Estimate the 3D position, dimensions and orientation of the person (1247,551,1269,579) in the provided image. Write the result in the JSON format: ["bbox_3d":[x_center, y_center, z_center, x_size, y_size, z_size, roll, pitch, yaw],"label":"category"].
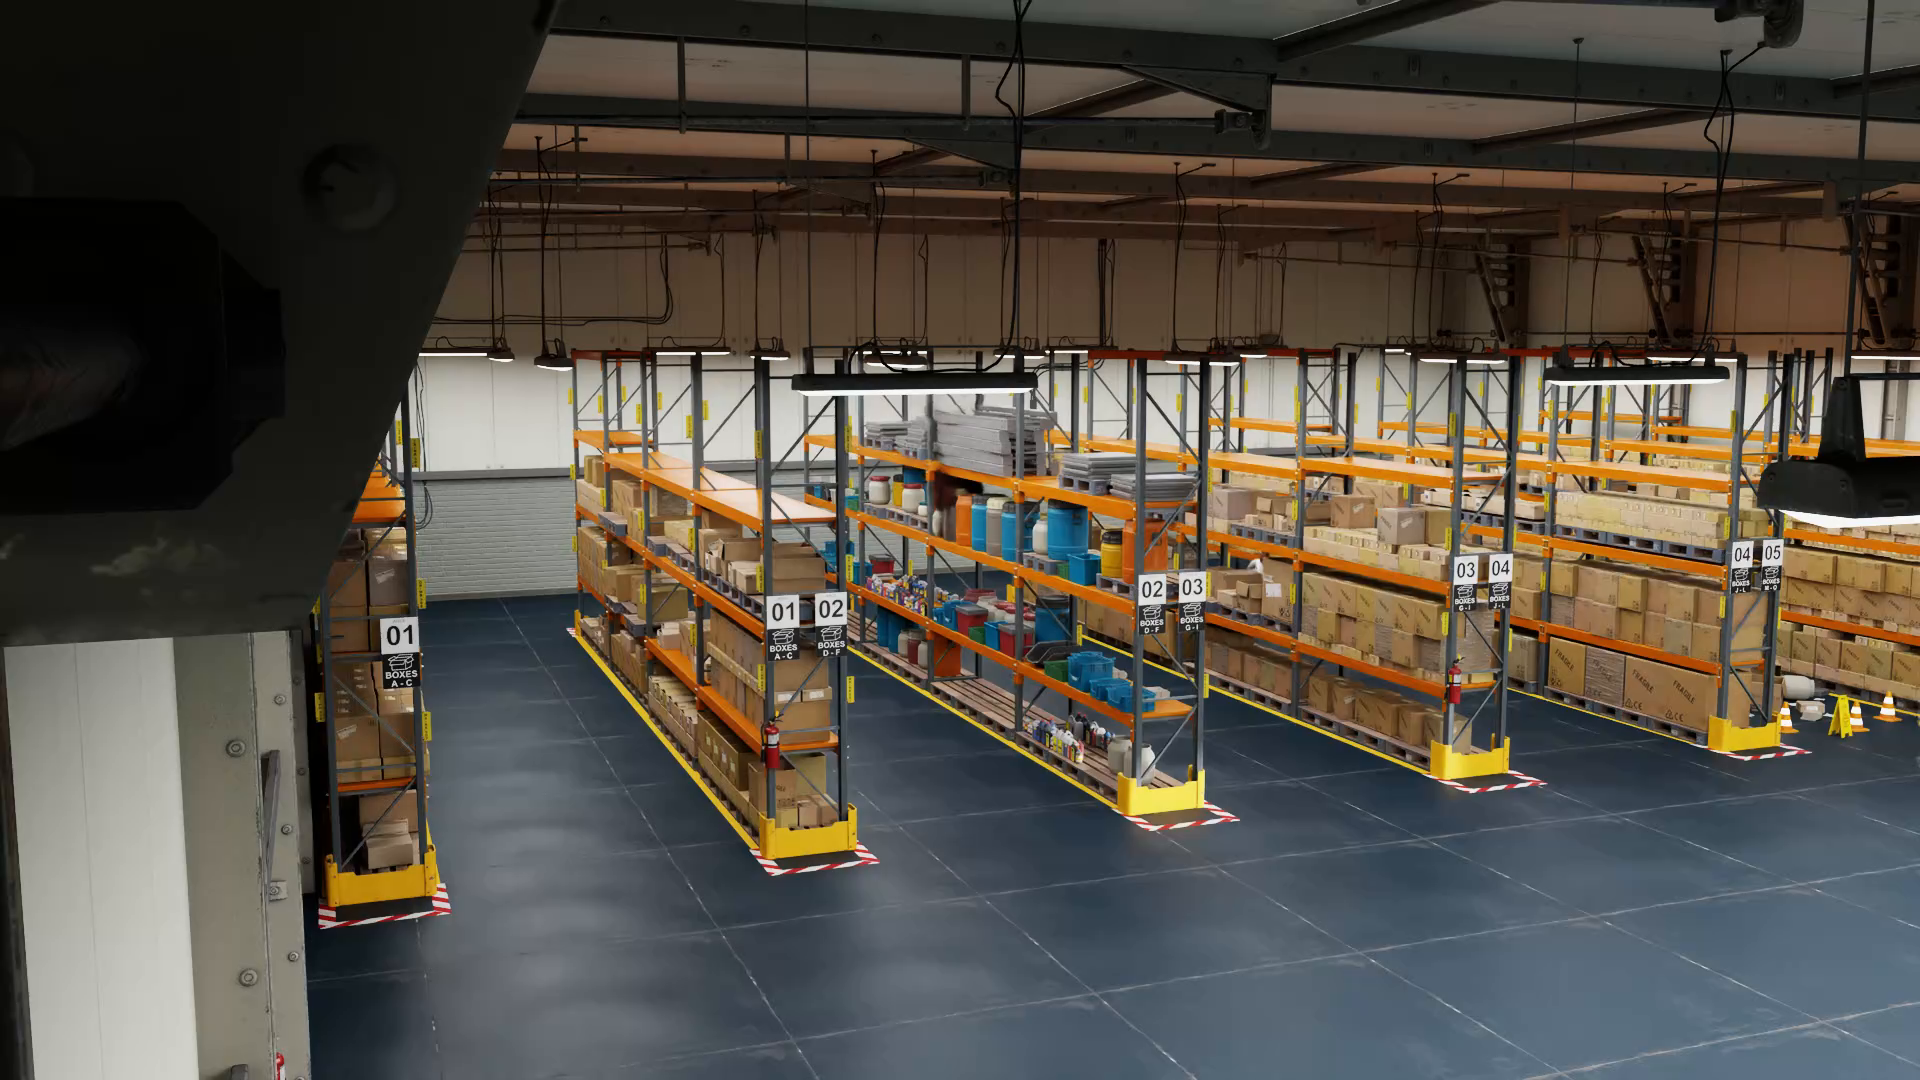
[{"bbox_3d":[6.463,1.022,35.441,0.675,1.789,0.923,-2,7,-17],"label":"person"}]
